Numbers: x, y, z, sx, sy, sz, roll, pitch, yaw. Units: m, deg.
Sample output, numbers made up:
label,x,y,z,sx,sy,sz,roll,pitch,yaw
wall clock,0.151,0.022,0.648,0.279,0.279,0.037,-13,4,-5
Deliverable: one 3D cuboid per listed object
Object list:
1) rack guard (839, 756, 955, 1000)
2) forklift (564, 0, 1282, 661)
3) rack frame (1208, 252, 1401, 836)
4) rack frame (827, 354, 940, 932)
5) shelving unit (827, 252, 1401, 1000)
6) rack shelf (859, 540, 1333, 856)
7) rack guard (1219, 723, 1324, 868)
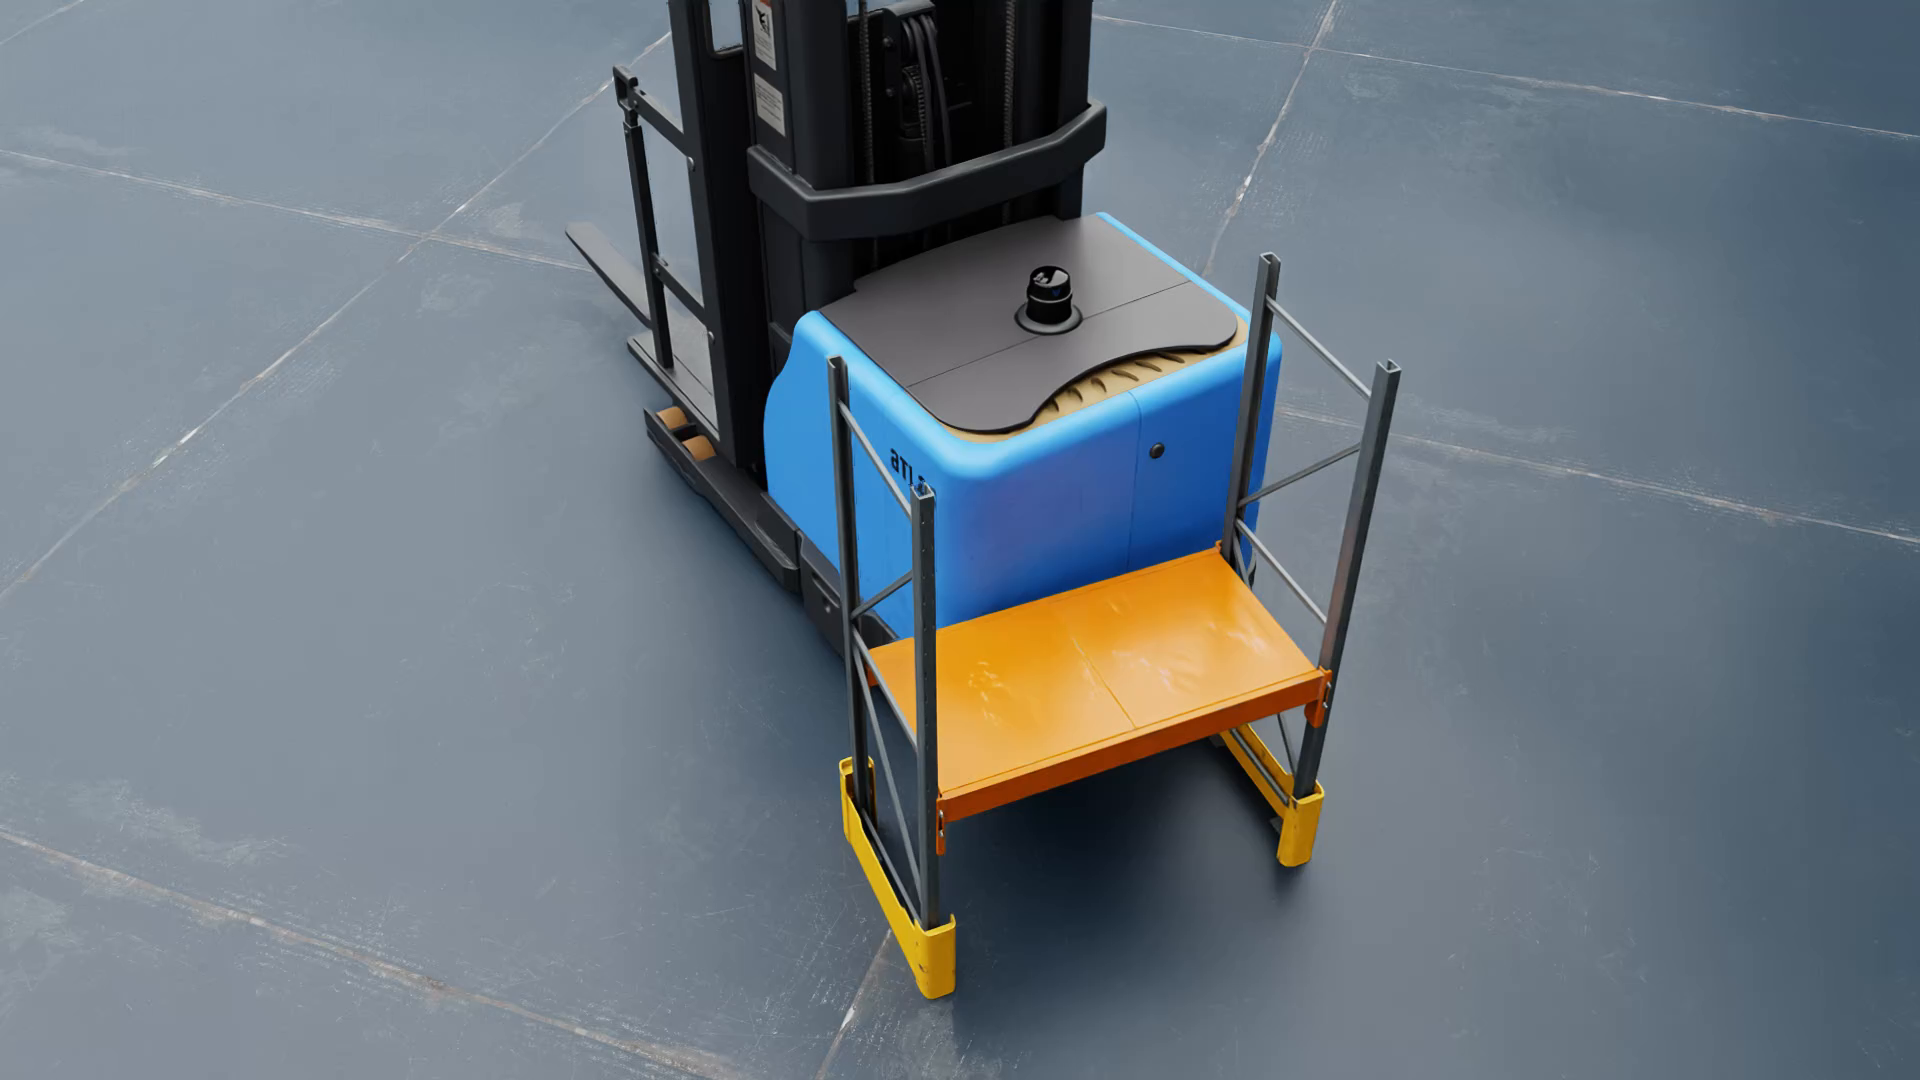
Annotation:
label,x,y,z,sx,sy,sz,roll,pitch,yaw
rack guard,-0.158,0.820,4.097,0.087,0.250,0.587,-16,43,-17
forklift,-0.390,-1.443,4.683,1.130,2.935,3.031,-23,46,-25
rack frame,0.775,0.084,3.996,0.032,1.500,0.500,-16,43,-17
rack frame,-0.159,0.344,3.691,0.032,1.500,0.500,-16,43,-17
shelving unit,0.300,0.216,3.841,1.083,1.500,0.587,-16,43,-17
rack shelf,0.308,0.351,3.960,1.000,0.185,0.538,-16,43,-17
rack guard,0.757,0.564,4.396,0.087,0.250,0.587,-16,43,-17
